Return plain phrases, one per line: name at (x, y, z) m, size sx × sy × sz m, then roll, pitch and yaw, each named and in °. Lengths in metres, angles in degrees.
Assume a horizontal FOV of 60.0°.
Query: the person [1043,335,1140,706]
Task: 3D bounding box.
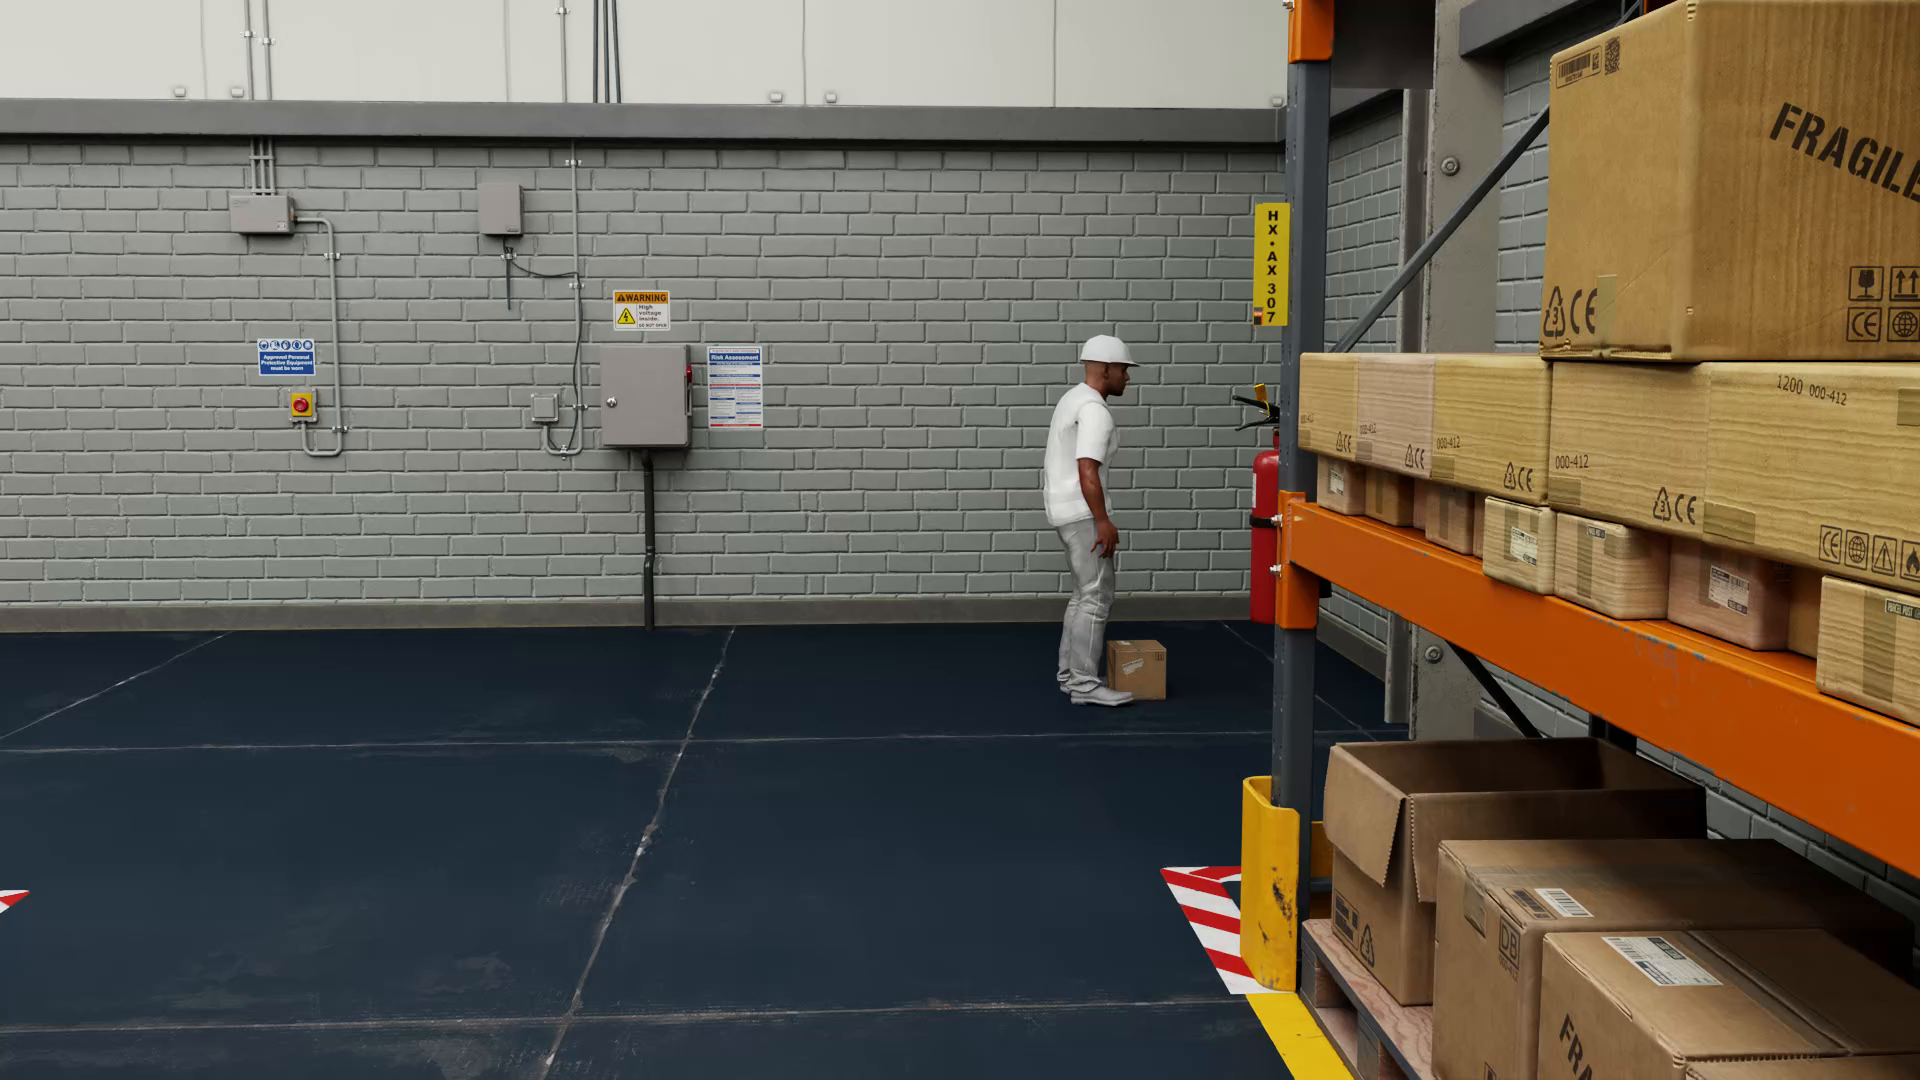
person at (0.639, -0.107, 8.059) m, size 0.456 × 1.761 × 0.627 m, roll 0°, pitch 7°, yaw -3°
